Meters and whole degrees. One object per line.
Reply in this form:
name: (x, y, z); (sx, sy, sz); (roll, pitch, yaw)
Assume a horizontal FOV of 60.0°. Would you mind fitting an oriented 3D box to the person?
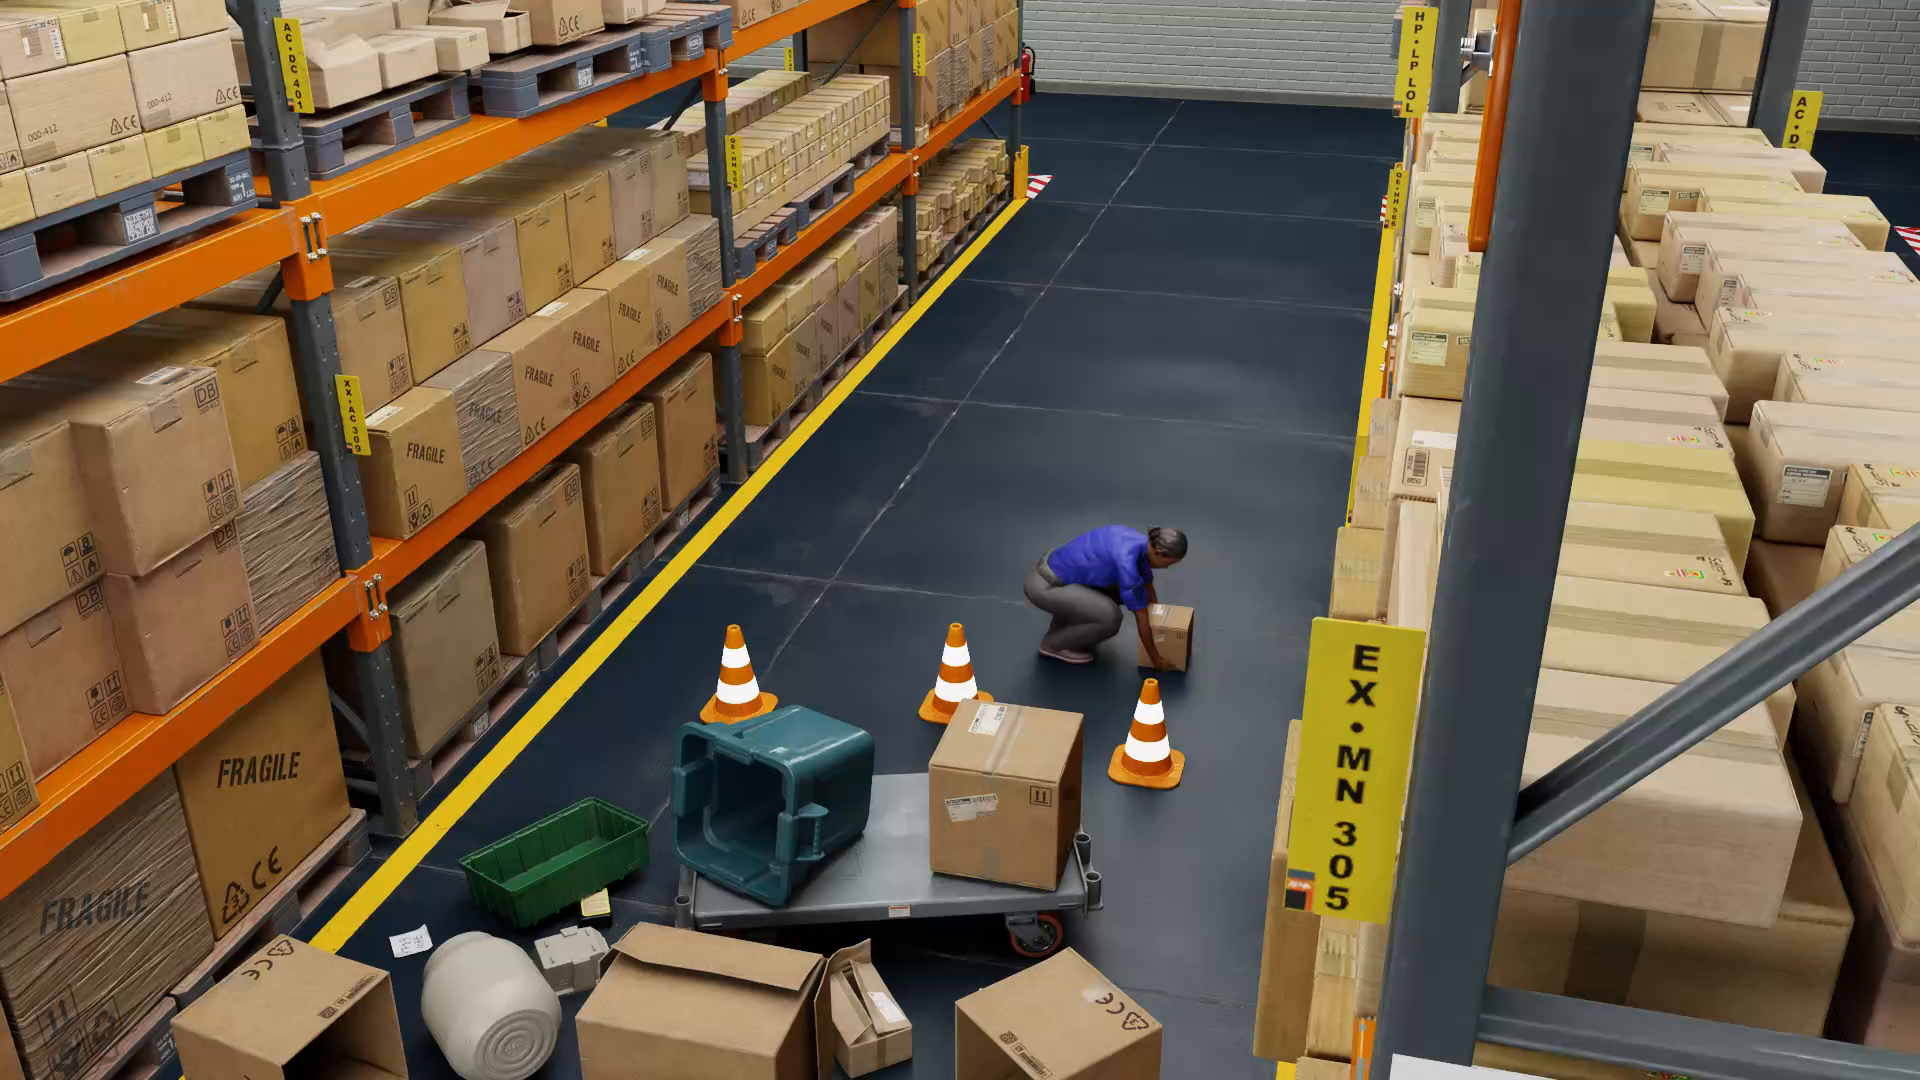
person: (0.756, 0.285, 8.678); (0.846, 0.780, 0.473); (6, 26, 12)
